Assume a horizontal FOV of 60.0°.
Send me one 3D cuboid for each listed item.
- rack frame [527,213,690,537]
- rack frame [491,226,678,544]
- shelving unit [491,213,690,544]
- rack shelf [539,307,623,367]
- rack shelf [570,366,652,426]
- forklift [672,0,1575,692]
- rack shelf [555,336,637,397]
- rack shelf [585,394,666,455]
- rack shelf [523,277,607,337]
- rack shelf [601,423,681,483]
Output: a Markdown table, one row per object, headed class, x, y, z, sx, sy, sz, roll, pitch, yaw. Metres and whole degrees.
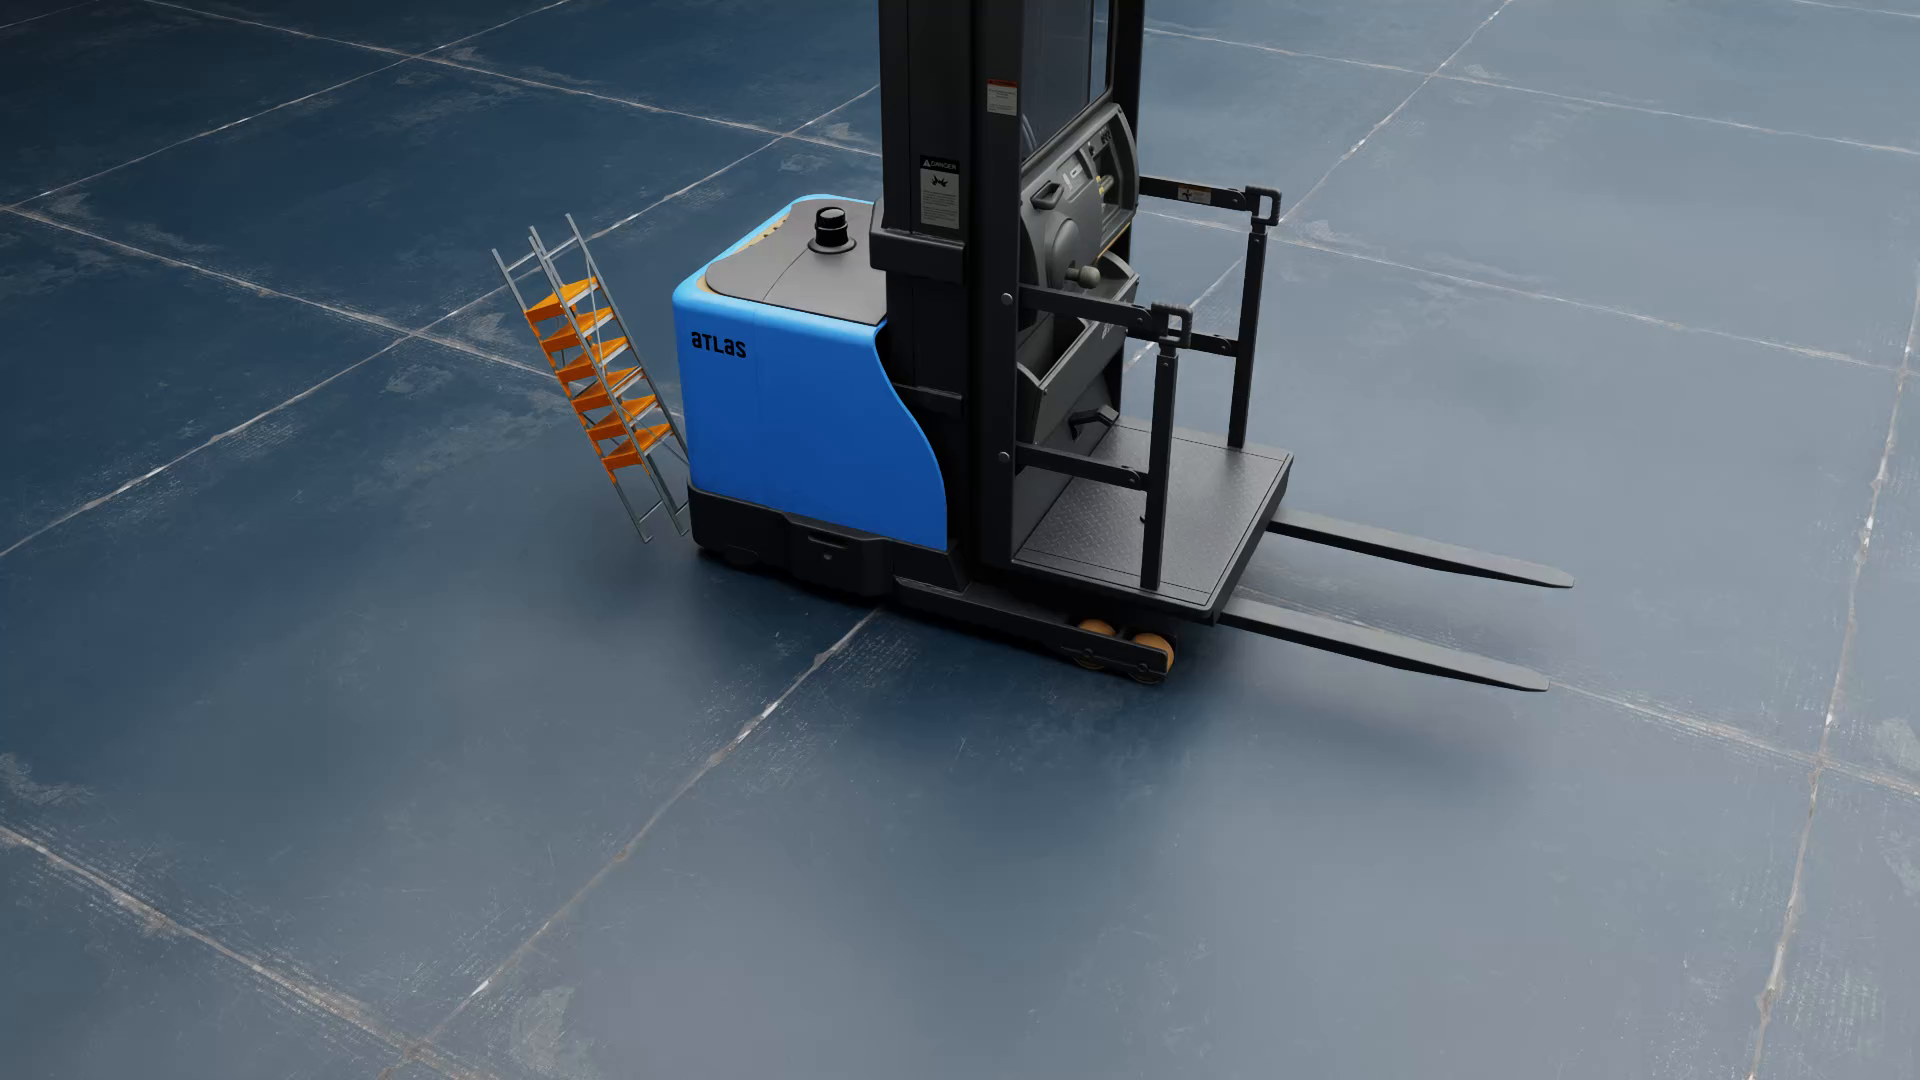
| class | x | y | z | sx | sy | sz | roll | pitch | yaw |
| --- | --- | --- | --- | --- | --- | --- | --- | --- | --- |
| rack frame | -1.204 | -0.582 | 5.998 | 0.006 | 1.200 | 0.240 | -10 | 26 | 32 |
| rack frame | -1.356 | -0.557 | 6.096 | 0.006 | 1.200 | 0.240 | -10 | 26 | 32 |
| shelving unit | -1.280 | -0.570 | 6.047 | 0.189 | 1.200 | 0.258 | -10 | 26 | 32 |
| rack shelf | -1.354 | -0.736 | 5.975 | 0.180 | 0.103 | 0.258 | -10 | 26 | 32 |
| rack shelf | -1.263 | -0.532 | 6.063 | 0.180 | 0.103 | 0.258 | -10 | 26 | 32 |
| forklift | 0.572 | -1.078 | 5.225 | 3.031 | 2.935 | 1.130 | 14 | 36 | 20 |
| rack shelf | -1.308 | -0.634 | 6.019 | 0.180 | 0.103 | 0.258 | -10 | 26 | 32 |
| rack shelf | -1.218 | -0.430 | 6.107 | 0.180 | 0.103 | 0.258 | -10 | 26 | 32 |
| rack shelf | -1.399 | -0.838 | 5.931 | 0.180 | 0.103 | 0.258 | -10 | 26 | 32 |
| rack shelf | -1.173 | -0.328 | 6.151 | 0.180 | 0.103 | 0.258 | -10 | 26 | 32 |
